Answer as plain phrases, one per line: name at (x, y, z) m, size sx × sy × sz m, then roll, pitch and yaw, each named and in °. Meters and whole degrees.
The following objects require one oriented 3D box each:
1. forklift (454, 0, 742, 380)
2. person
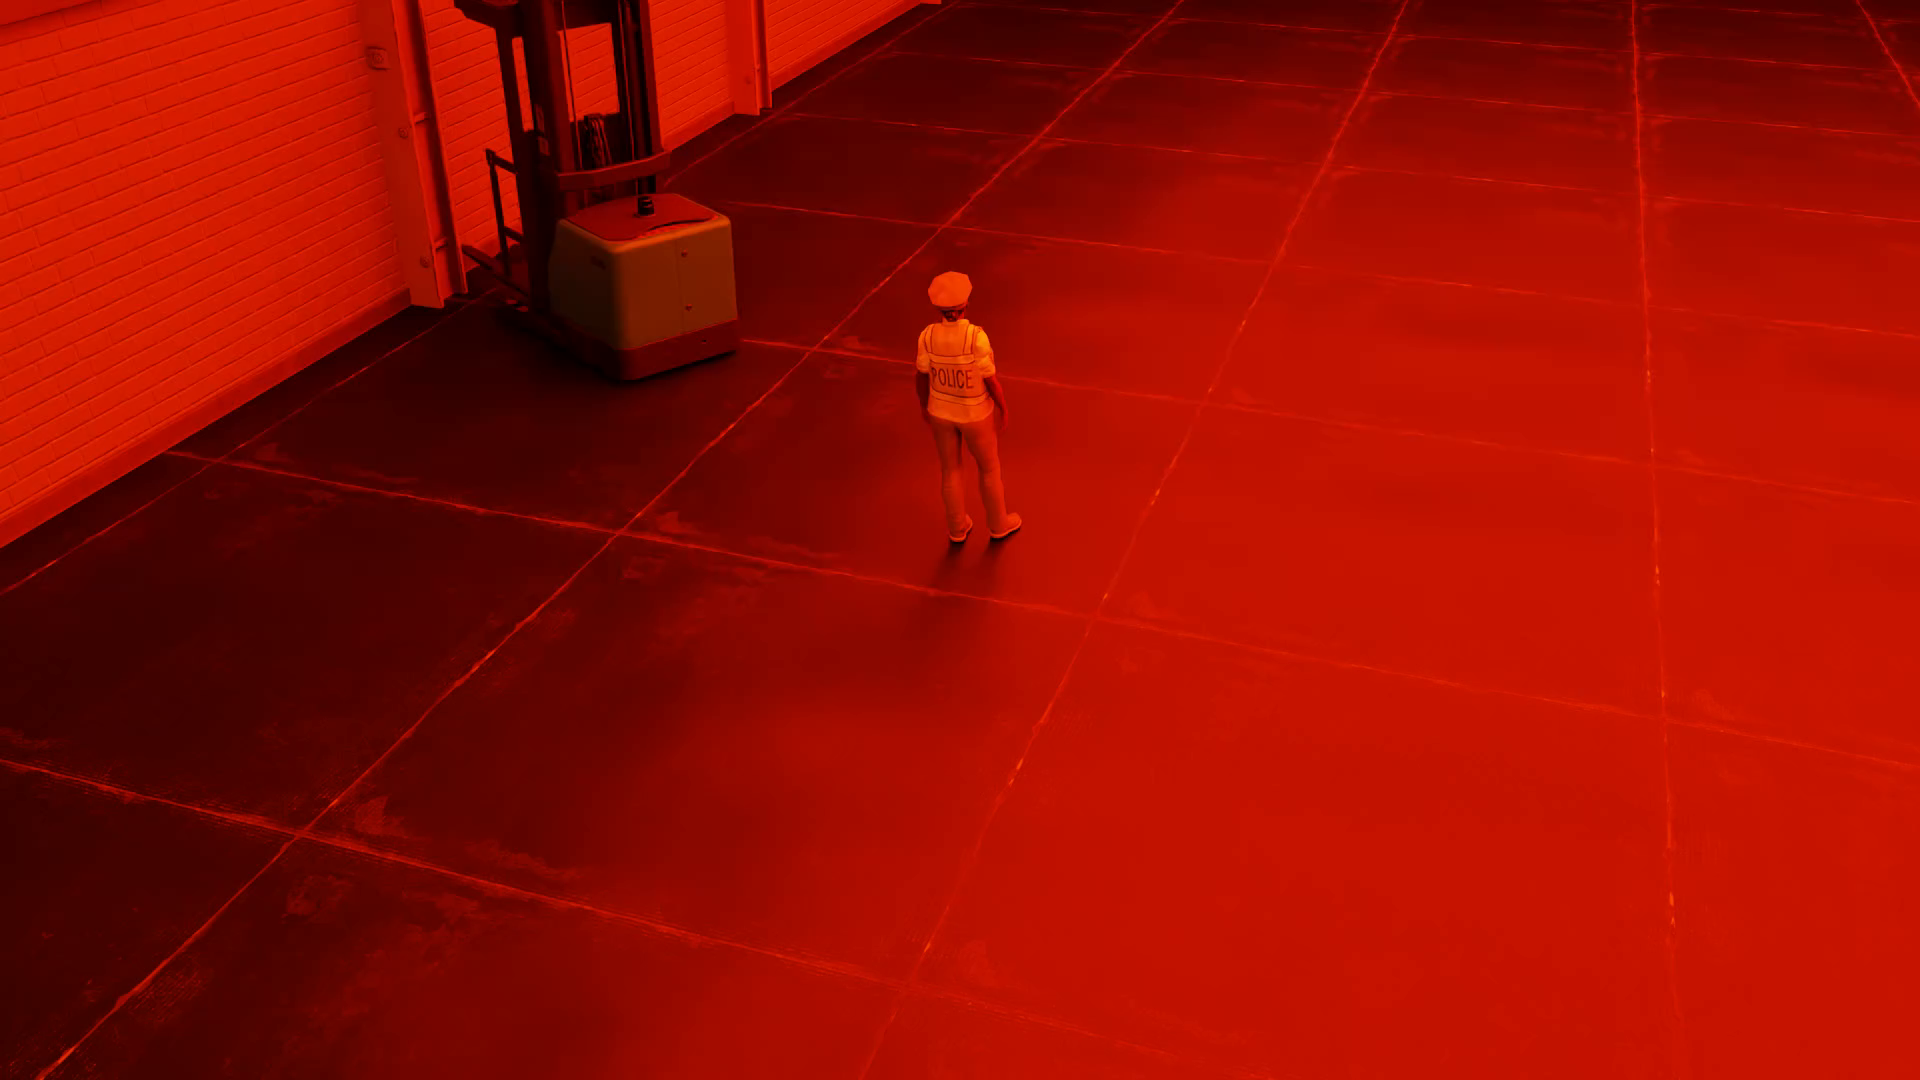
forklift at (-2.978, -3.077, 12.534) m, size 1.130 × 2.935 × 3.031 m, roll -23°, pitch 37°, yaw -34°
person at (0.043, -0.775, 9.729) m, size 0.569 × 1.695 × 0.528 m, roll 10°, pitch 31°, yaw 16°
